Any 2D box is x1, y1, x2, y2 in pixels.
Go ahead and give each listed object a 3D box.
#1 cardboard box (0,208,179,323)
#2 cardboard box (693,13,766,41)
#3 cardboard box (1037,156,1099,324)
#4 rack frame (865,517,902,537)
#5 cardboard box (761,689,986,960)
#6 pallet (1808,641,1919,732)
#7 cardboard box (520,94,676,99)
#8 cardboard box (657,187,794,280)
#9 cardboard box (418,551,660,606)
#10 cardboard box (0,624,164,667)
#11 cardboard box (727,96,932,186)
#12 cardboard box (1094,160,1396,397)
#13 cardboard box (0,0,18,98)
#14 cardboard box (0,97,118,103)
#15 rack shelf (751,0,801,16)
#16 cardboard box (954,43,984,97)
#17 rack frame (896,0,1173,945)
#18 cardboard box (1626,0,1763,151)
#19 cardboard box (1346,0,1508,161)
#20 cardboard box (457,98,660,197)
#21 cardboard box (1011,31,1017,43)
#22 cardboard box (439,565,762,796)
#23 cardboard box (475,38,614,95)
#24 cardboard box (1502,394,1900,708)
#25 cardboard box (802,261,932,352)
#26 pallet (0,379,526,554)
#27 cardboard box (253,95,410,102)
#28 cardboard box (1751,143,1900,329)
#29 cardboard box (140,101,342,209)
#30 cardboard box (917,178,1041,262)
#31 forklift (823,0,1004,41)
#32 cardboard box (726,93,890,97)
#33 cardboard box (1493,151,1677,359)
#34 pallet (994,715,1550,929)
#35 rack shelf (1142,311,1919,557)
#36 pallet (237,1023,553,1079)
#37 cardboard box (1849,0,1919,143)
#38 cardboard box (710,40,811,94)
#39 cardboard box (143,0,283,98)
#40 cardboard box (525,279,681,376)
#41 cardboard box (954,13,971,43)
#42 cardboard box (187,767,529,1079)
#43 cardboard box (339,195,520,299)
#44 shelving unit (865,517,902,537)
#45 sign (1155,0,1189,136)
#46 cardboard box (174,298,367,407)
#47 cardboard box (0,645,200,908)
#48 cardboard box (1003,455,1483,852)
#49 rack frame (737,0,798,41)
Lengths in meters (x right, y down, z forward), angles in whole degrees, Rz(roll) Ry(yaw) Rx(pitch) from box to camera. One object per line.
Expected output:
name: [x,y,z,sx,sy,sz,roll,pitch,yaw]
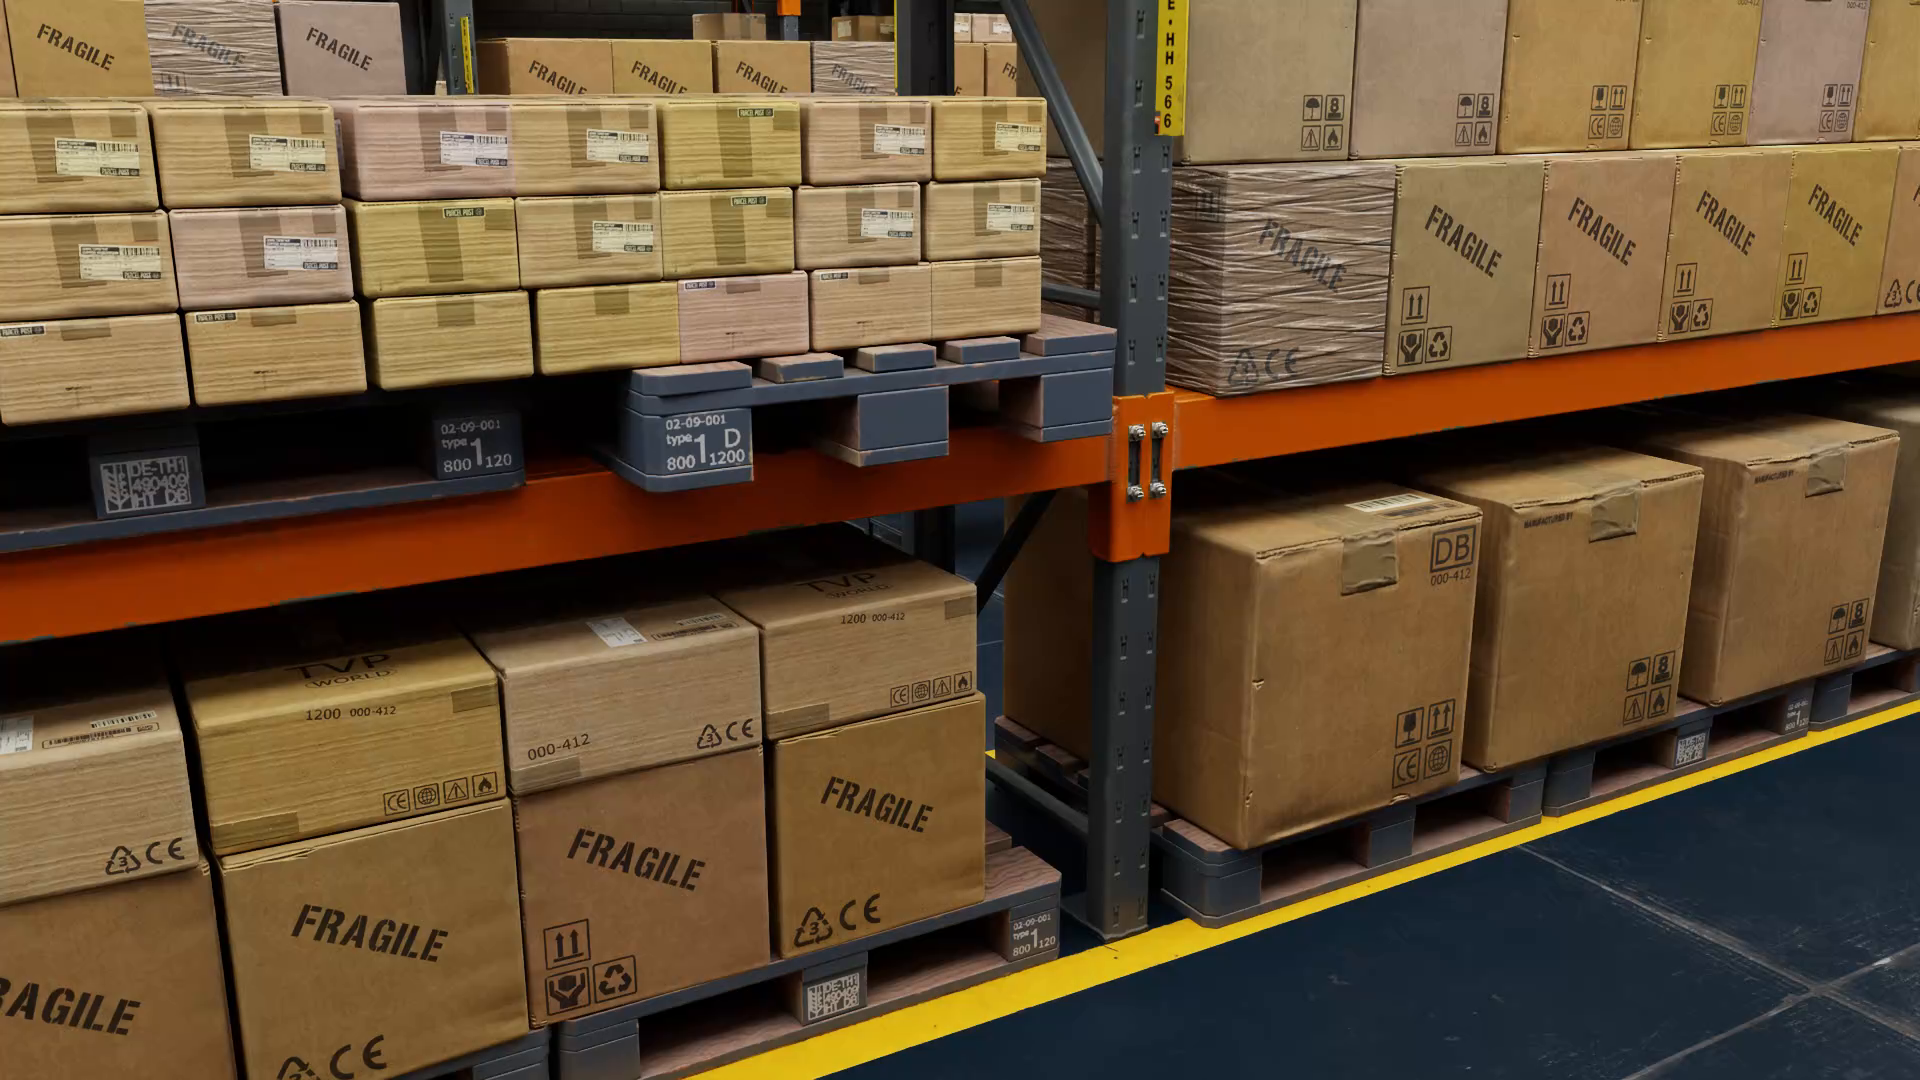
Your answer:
cardboard box: [-1.369,-0.438,2.551,0.250,0.149,0.380,-10,18,-31]
cardboard box: [-1.233,-2.733,8.886,0.250,0.149,0.380,-10,19,-32]
cardboard box: [0.393,-0.776,4.436,0.500,0.500,0.500,-9,18,-30]
rack frame: [-0.308,-0.672,7.029,0.023,1.500,0.400,-9,18,-30]
cardboard box: [-0.284,0.550,3.743,0.500,0.500,0.500,-9,18,-30]
pallet: [2.952,0.308,5.919,1.213,0.211,1.003,-9,18,-30]
cardboard box: [-0.792,-0.880,3.578,0.250,0.149,0.380,-9,18,-30]
cardboard box: [-0.496,-0.579,3.054,0.250,0.149,0.380,-9,18,-28]
cardboard box: [-1.005,0.148,3.790,0.500,0.250,0.500,-9,18,-30]
cardboard box: [-1.882,0.286,3.296,0.500,0.250,0.500,-10,19,-32]
cardboard box: [-0.255,-0.762,3.157,0.250,0.149,0.380,-9,18,-30]
cardboard box: [0.669,-0.651,3.990,0.500,0.500,0.500,-9,18,-29]
cardboard box: [-4.101,-1.922,6.672,0.500,0.500,0.500,-10,18,-31]
cardboard box: [-1.692,-0.735,3.058,0.250,0.149,0.380,-10,18,-30]
rack shelf: [0.093,-4.814,14.802,4.000,0.370,1.077,-9,18,-30]
cardboard box: [-0.209,-2.427,8.997,0.500,0.500,0.500,-9,18,-28]
rack frame: [0.145,-0.603,4.004,0.127,3.000,1.000,-9,18,-30]
cardboard box: [1.845,-1.406,4.832,0.500,0.500,0.700,-9,18,-30]
cardboard box: [0.968,-1.263,4.322,0.500,0.500,0.700,-10,18,-31]
cardboard box: [-0.707,-0.688,2.892,0.250,0.149,0.380,-9,18,-28]
cardboard box: [0.353,-3.013,9.884,0.250,0.149,0.380,-9,18,-30]
cardboard box: [-0.733,0.266,3.369,0.500,0.250,0.500,-9,18,-29]
cardboard box: [-1.986,-2.137,7.961,0.500,0.500,0.500,-10,18,-31]
cardboard box: [2.260,-0.038,5.377,0.750,0.750,1.050,-9,18,-30]
cardboard box: [-0.254,-0.475,3.236,0.250,0.149,0.380,-9,18,-30]
pallet: [-1.530,-0.226,3.015,1.213,0.211,1.003,-9,18,-30]
cardboard box: [-1.250,-0.806,3.312,0.250,0.149,0.380,-8,18,-27]
cardboard box: [2.398,-0.932,4.994,0.500,0.500,0.500,-9,18,-29]
cardboard box: [-1.148,-0.617,2.640,0.250,0.149,0.380,-8,18,-27]
cardboard box: [-0.044,-0.654,3.320,0.250,0.149,0.380,-9,18,-29]
forklift: [-0.158,-2.828,12.069,3.031,2.935,1.130,-9,18,-30]
cardboard box: [-0.354,-0.951,3.830,0.250,0.149,0.380,-9,18,-30]
cardboard box: [1.536,-0.793,4.495,0.500,0.500,0.500,-9,18,-30]
pallet: [0.860,0.647,4.709,1.213,0.211,1.003,-9,18,-30]
rack shelf: [1.860,-0.535,5.093,4.000,0.370,1.077,-9,18,-30]
pallet: [-1.570,1.016,3.393,1.213,0.211,1.003,-9,18,-30]
cardboard box: [2.712,-1.546,5.331,0.500,0.500,0.700,-10,18,-31]
cardboard box: [-1.091,-2.286,8.495,0.500,0.500,0.500,-9,18,-29]
cardboard box: [-3.235,-2.058,7.158,0.500,0.500,0.500,-9,18,-29]
cardboard box: [-0.690,-0.406,2.987,0.250,0.149,0.380,-9,18,-30]
cardboard box: [-0.148,-2.738,8.902,0.250,0.149,0.380,-10,19,-32]
cardboard box: [-1.176,0.699,3.213,0.500,0.500,0.500,-10,19,-32]
cardboard box: [-0.925,-0.510,2.809,0.250,0.149,0.380,-9,18,-30]
shelving unit: [0.006,-0.723,7.211,0.755,1.500,0.431,-9,18,-30]
sign: [0.433,-0.998,3.415,0.005,0.325,0.100,-9,18,-30]
cardboard box: [-1.143,-0.332,2.726,0.250,0.149,0.380,-9,18,-28]
cardboard box: [-1.619,0.407,2.864,0.500,0.250,0.500,-8,18,-28]
cardboard box: [0.714,0.214,4.479,0.750,0.750,1.050,-9,18,-30]
rack frame: [-1.621,-3.438,14.118,0.127,3.000,1.000,-9,18,-30]
